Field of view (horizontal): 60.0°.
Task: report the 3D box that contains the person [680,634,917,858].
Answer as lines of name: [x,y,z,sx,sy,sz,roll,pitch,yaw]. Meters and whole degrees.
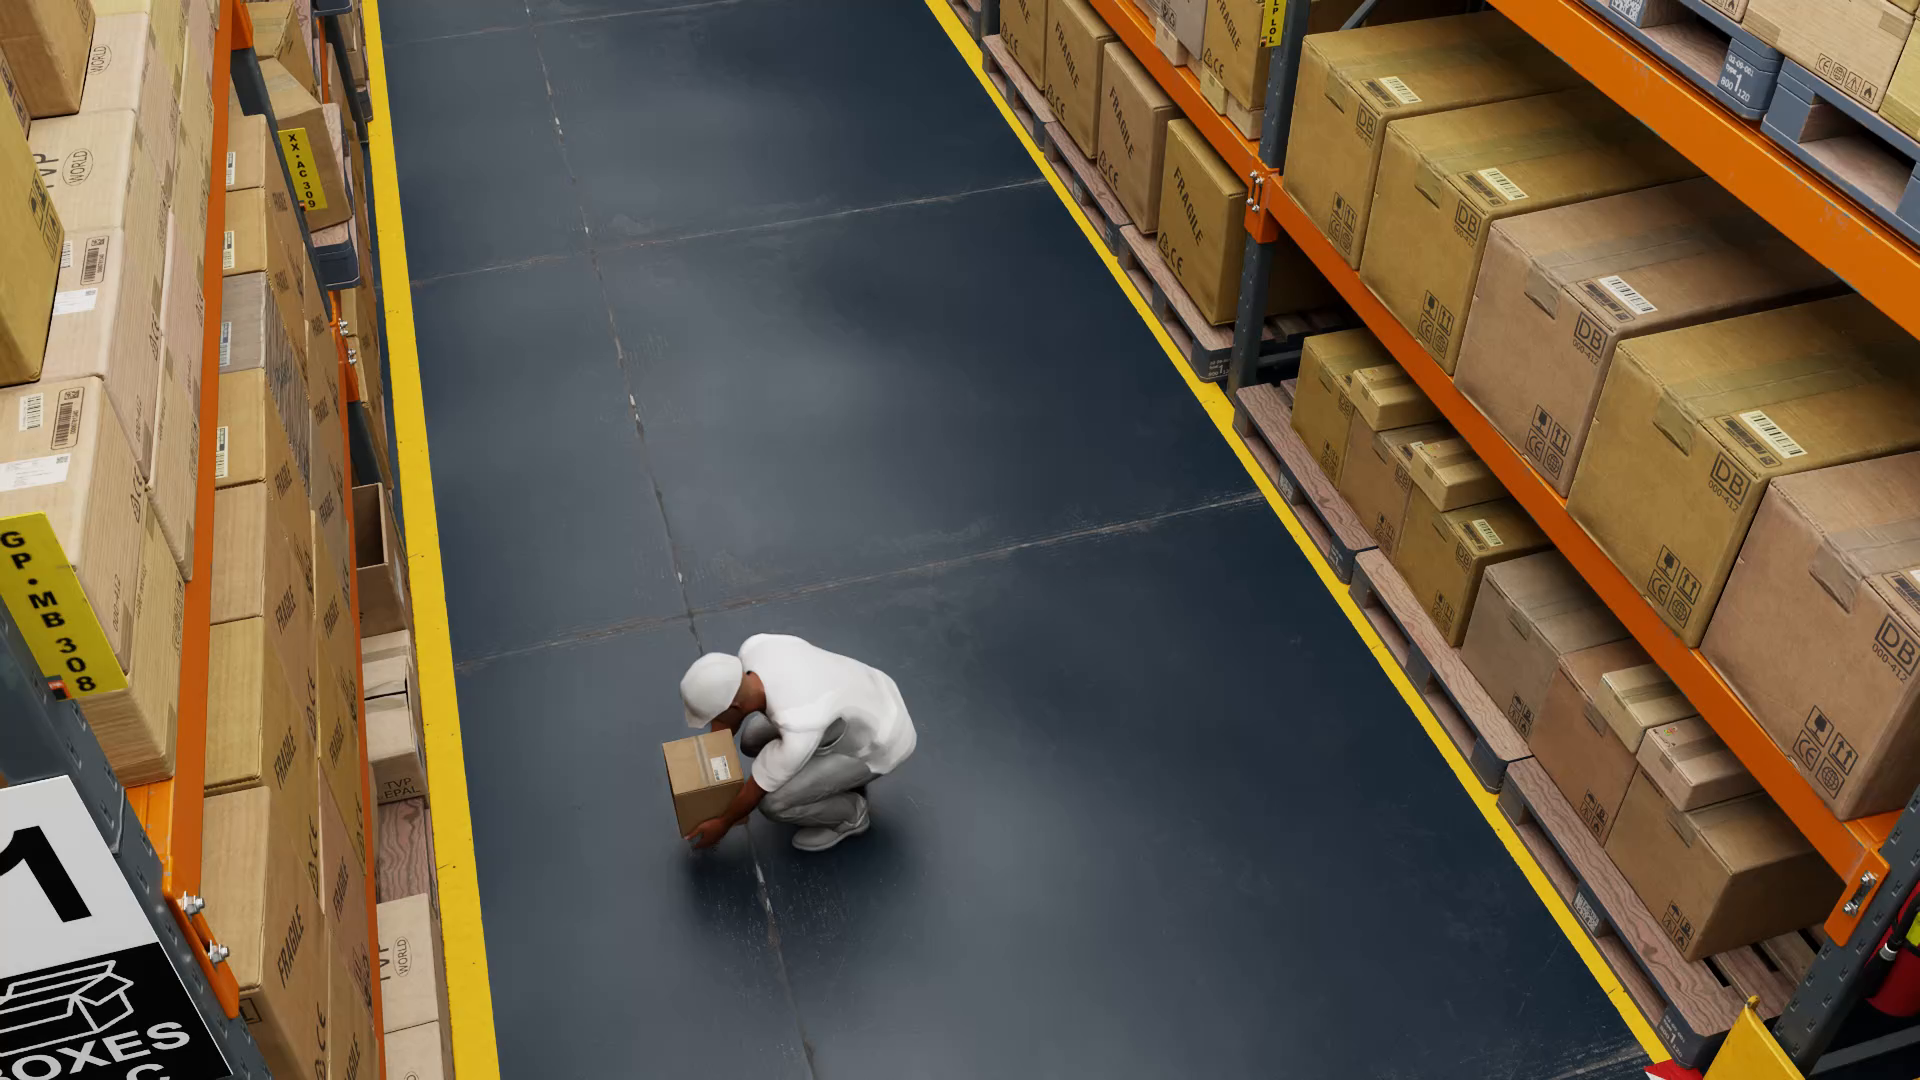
person: [-0.600,0.695,5.950,0.885,0.999,0.579,-12,43,-13]
